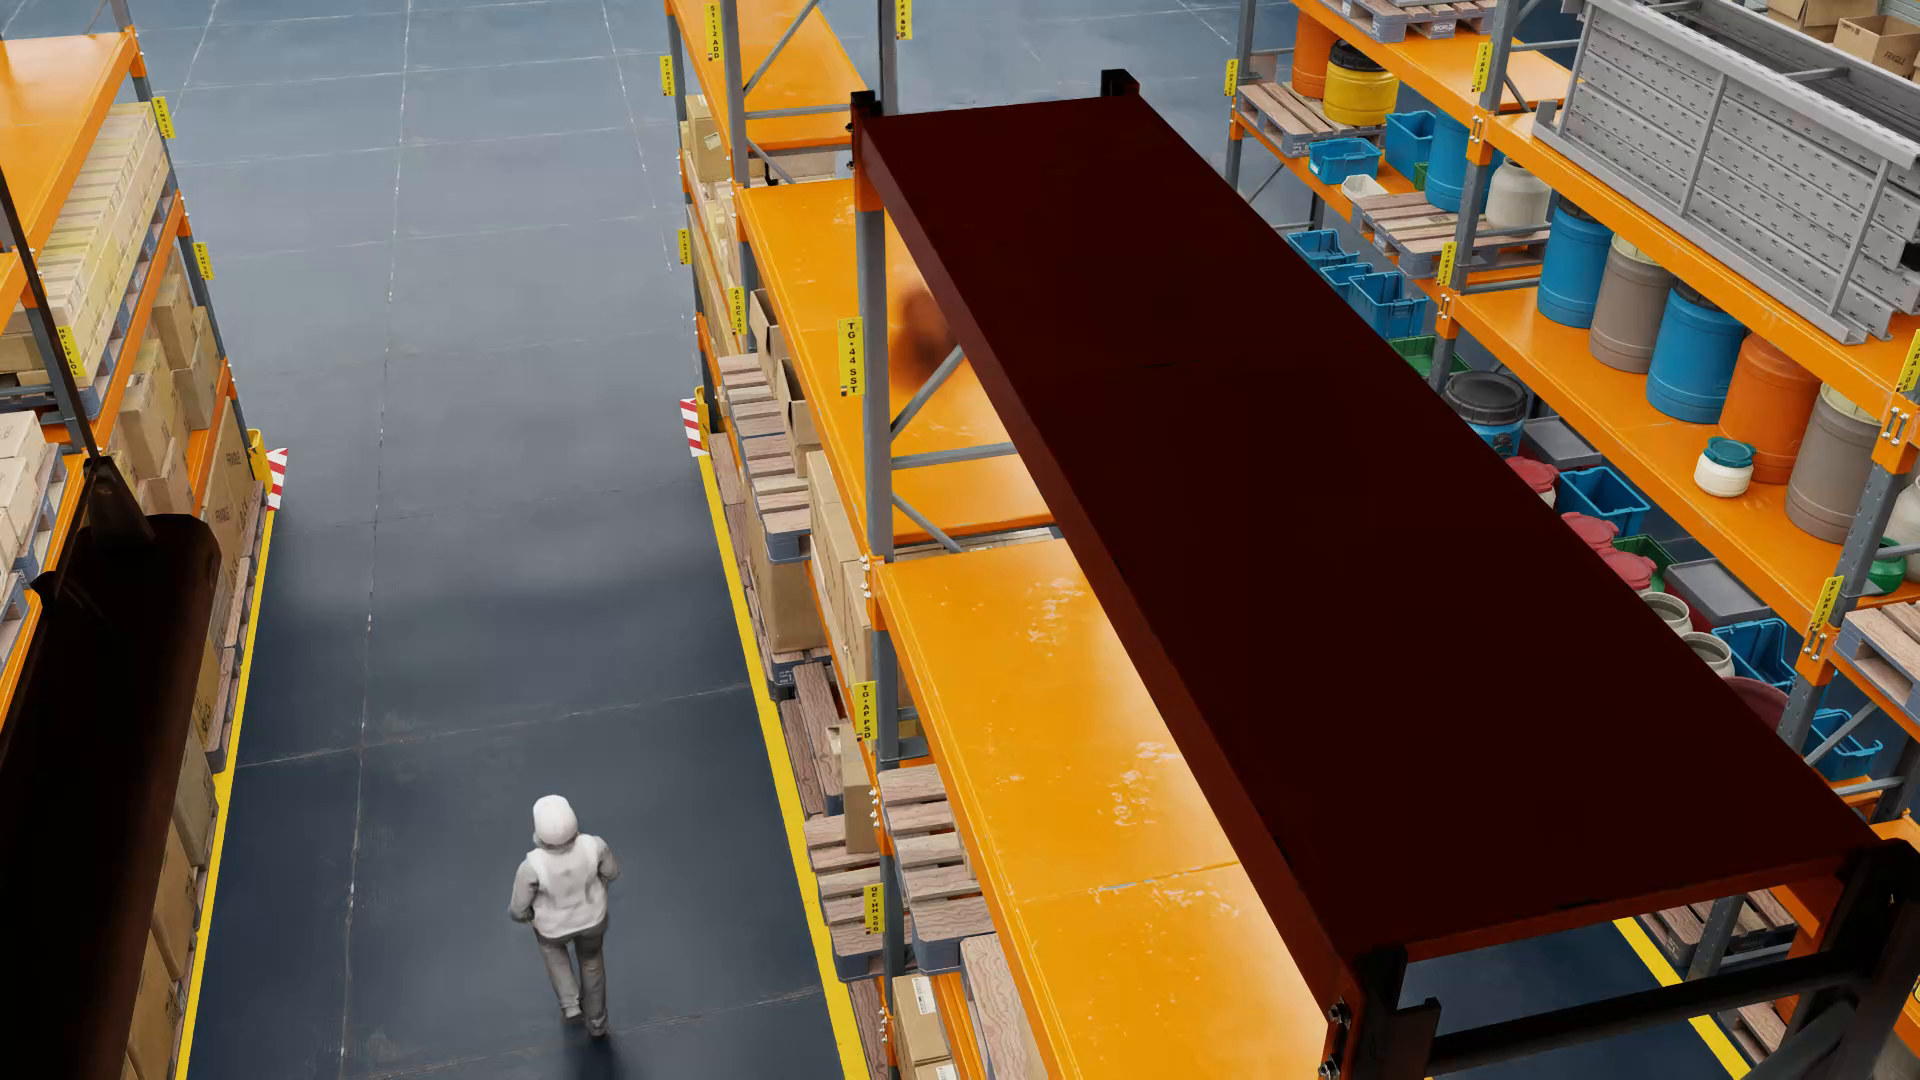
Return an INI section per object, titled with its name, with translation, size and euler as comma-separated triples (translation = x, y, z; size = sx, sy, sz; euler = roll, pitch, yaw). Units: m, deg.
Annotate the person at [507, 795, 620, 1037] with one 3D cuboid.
[person]
translation = -2.255, 2.082, 9.501
size = 0.647, 1.735, 0.602
euler = -13, 37, -18
